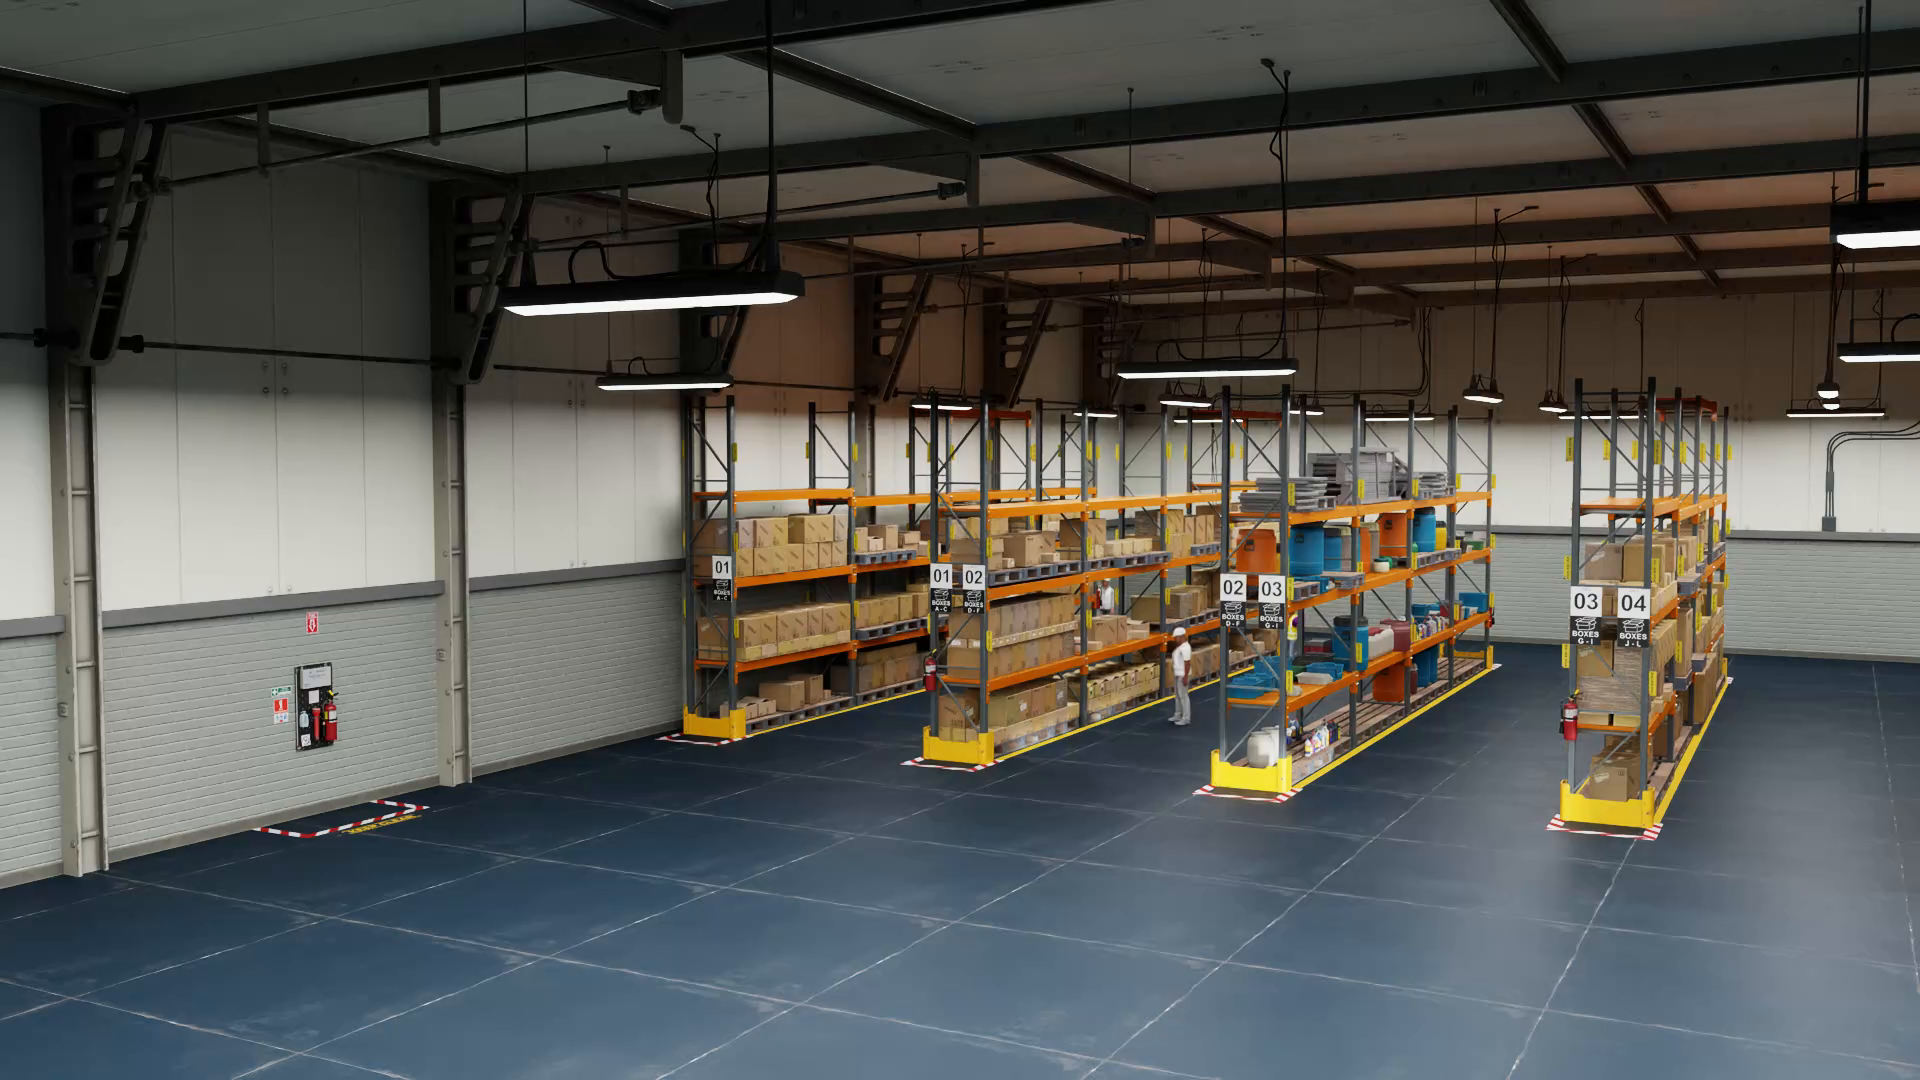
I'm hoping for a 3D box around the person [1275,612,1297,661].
[{"bbox_3d":[7.240,2.205,36.596,0.618,1.722,0.812,1,3,26],"label":"person"}]

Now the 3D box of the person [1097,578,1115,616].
[{"bbox_3d":[3.812,1.812,44.150,0.618,1.740,0.906,0,3,0],"label":"person"}]

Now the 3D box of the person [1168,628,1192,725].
[{"bbox_3d":[4.067,2.497,30.724,0.414,1.769,0.628,0,3,-4],"label":"person"}]
